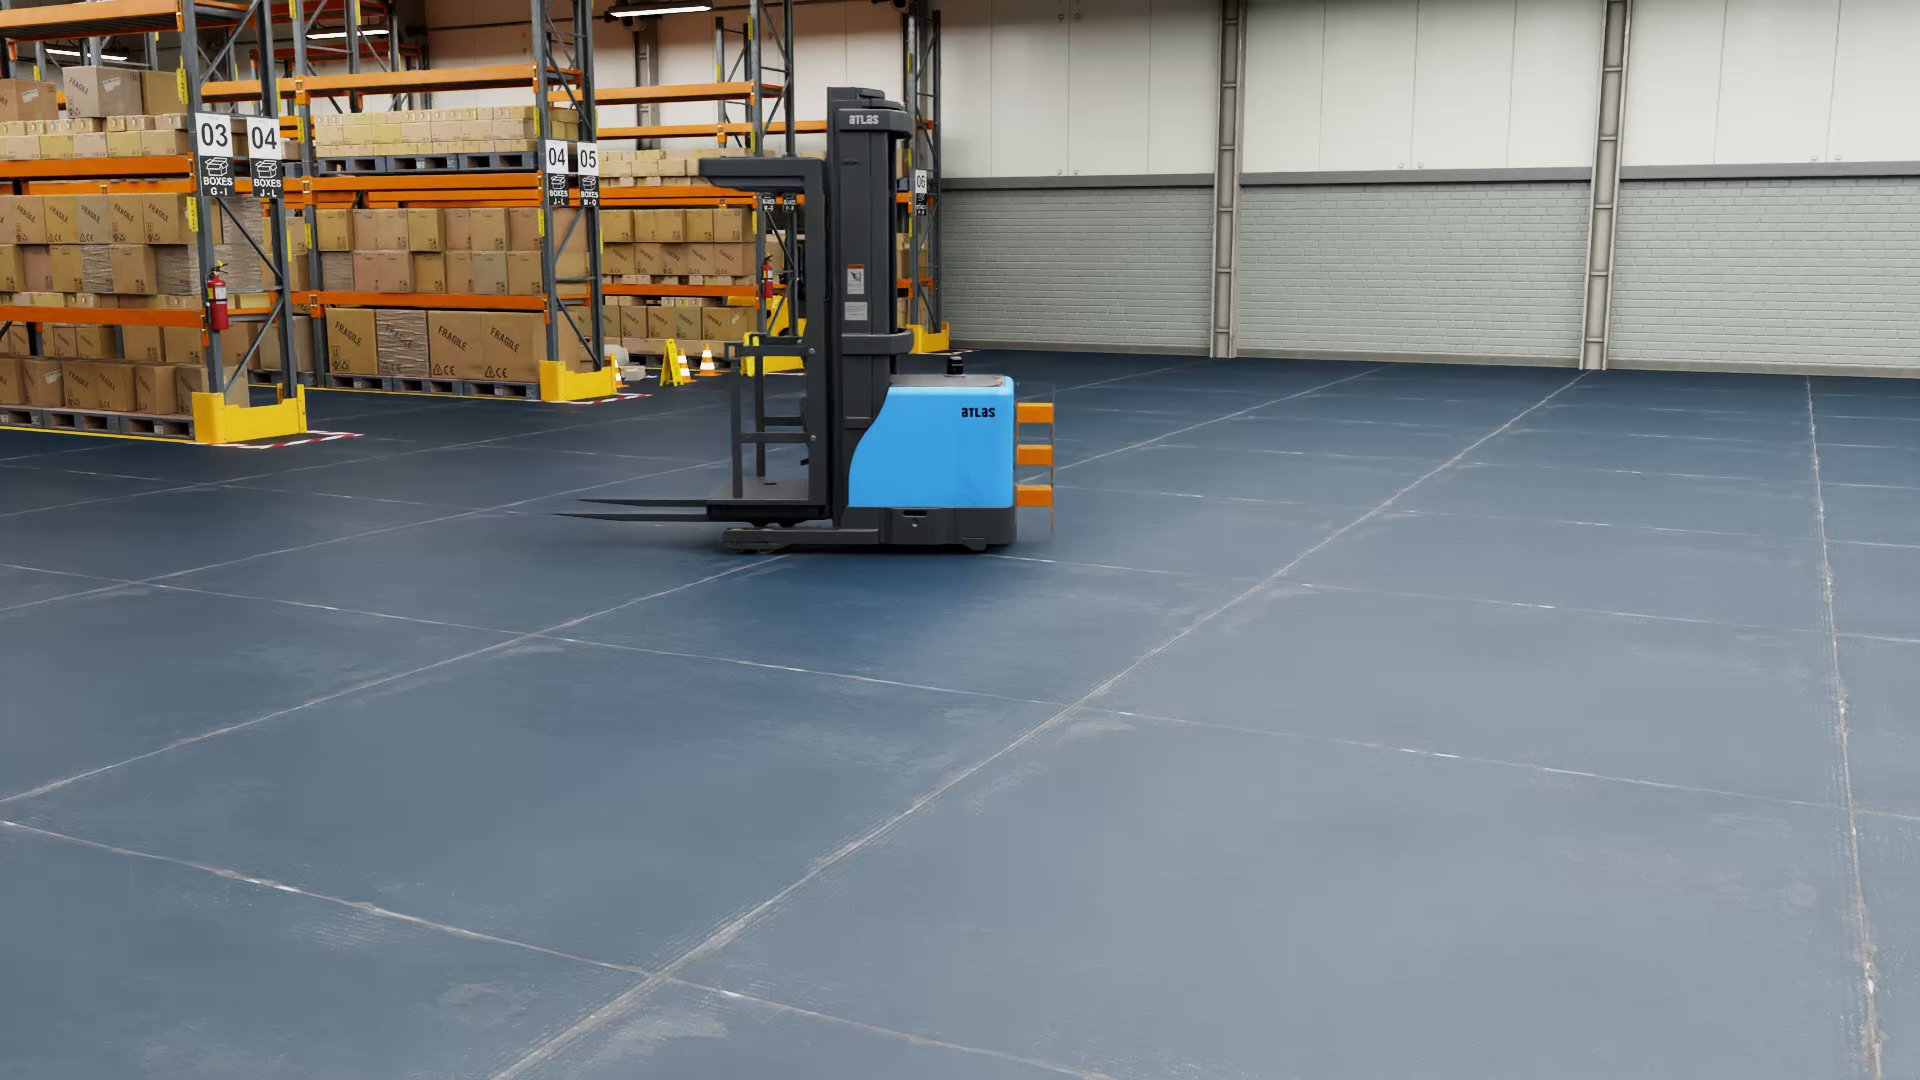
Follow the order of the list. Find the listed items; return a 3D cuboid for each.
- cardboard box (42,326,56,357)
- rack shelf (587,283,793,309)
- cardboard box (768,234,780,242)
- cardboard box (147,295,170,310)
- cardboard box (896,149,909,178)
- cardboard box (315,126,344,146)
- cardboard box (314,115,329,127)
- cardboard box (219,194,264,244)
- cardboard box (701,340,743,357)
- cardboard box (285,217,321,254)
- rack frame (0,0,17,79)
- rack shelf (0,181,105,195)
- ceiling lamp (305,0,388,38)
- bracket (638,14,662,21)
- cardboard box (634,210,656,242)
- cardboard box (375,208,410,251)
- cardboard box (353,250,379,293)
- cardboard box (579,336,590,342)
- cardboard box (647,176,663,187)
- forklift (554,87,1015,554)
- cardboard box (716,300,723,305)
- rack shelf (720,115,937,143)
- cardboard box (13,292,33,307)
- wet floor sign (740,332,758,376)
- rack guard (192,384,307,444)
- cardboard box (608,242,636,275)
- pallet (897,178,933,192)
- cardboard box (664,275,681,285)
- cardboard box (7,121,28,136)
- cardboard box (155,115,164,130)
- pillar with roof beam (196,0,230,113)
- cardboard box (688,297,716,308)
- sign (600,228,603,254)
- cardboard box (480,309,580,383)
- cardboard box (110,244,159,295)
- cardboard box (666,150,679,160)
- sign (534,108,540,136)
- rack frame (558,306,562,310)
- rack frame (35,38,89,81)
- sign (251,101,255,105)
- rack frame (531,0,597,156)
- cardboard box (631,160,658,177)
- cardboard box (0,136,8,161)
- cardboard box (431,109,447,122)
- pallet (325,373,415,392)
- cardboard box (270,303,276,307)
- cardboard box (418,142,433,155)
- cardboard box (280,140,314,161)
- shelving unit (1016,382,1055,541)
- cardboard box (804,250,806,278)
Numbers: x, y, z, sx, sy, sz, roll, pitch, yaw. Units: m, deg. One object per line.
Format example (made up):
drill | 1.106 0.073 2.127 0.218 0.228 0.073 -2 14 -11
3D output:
cardboard box | -13.736 -3.010 25.278 0.500 0.500 0.500 4 11 23
rack shelf | -4.604 -3.914 26.456 4.000 0.370 1.077 5 11 26
cardboard box | -3.357 -5.600 30.810 0.250 0.149 0.380 5 12 27
cardboard box | -8.013 -2.425 16.913 0.250 0.149 0.380 5 11 26
cardboard box | -1.122 -6.681 29.558 0.500 0.500 0.500 5 12 28
cardboard box | -8.183 -5.349 22.064 0.500 0.250 0.500 5 11 26
cardboard box | -8.321 -5.545 22.030 0.250 0.149 0.380 5 11 26
cardboard box | -7.568 -3.302 17.131 0.500 0.500 0.500 5 11 26
cardboard box | -3.676 -2.987 25.853 0.500 0.250 0.500 5 11 26
cardboard box | -8.945 -4.207 22.963 0.500 0.500 0.700 5 11 25
rack frame | -10.783 -5.795 17.983 0.127 3.000 1.000 5 11 26
rack shelf | -13.878 -5.222 25.260 4.000 0.370 1.077 5 11 26
ceiling lamp | -11.600 -11.257 31.769 2.000 3.185 0.800 5 11 26
bracket | -6.009 -10.209 32.265 0.430 0.232 0.235 5 11 26
cardboard box | -4.705 -4.930 26.124 0.500 0.500 0.700 5 11 25
cardboard box | -7.214 -4.109 22.056 0.550 0.550 0.875 5 11 26
cardboard box | -7.658 -3.634 22.467 0.550 0.550 0.875 5 11 26
cardboard box | -6.039 -2.895 25.818 0.500 0.500 0.500 -4 11 -23
cardboard box | -4.651 -5.561 25.814 0.250 0.149 0.380 5 11 25
forklift | -1.147 -1.445 10.984 3.031 2.935 1.130 0 10 2
cardboard box | -4.678 -4.296 32.036 0.625 0.625 0.875 6 12 28
rack shelf | -2.411 -7.463 30.339 4.000 0.370 1.077 5 11 26
cardboard box | -9.834 -2.573 17.730 0.250 0.149 0.380 5 11 26
wet floor sign | -3.114 -2.766 24.704 0.267 0.644 0.232 -10 14 -43
rack guard | -7.264 -1.304 17.031 0.348 0.500 1.175 5 11 26
cardboard box | -5.221 -4.465 26.361 0.500 0.500 0.500 5 11 25
pallet | -1.240 -6.396 29.974 1.213 0.211 1.003 5 11 26
cardboard box | -4.419 -4.072 26.012 0.250 0.149 0.380 5 11 25
cardboard box | -9.685 -4.285 17.360 0.250 0.149 0.380 5 11 25
cardboard box | -7.764 -4.138 16.549 0.250 0.149 0.380 5 11 24
pillar with roof beam | -18.890 -8.785 34.505 0.548 9.000 9.100 5 11 26
cardboard box | -4.003 -3.692 25.823 0.250 0.149 0.380 5 12 27
sign | -4.659 -3.865 21.512 0.005 0.325 0.100 5 11 26
cardboard box | -5.548 -2.516 21.497 0.875 0.875 0.875 5 11 26
cardboard box | -8.178 -2.792 17.116 0.500 0.500 0.875 5 11 26
cardboard box | -4.340 -5.952 25.739 0.250 0.149 0.380 5 11 24
sign | -5.163 -5.099 20.297 0.005 0.325 0.100 5 11 26
rack frame | -7.792 -5.534 33.386 0.127 3.000 1.000 5 11 26
rack frame | -17.159 -8.324 31.953 0.127 3.000 1.000 5 11 26
sign | -15.206 -9.529 35.766 0.005 0.325 0.100 5 11 26
rack frame | -4.910 -6.264 20.574 0.127 3.000 1.000 5 11 26
cardboard box | -4.760 -5.776 25.885 0.500 0.250 0.500 5 11 26
cardboard box | -10.016 -4.128 17.616 0.500 0.250 0.500 5 11 25
cardboard box | -6.502 -5.385 21.148 0.250 0.149 0.380 5 11 25
pallet | -7.850 -2.183 22.698 1.213 0.211 1.003 5 11 26
cardboard box | -12.167 -4.111 30.312 0.875 0.875 0.875 5 12 27
cardboard box | -6.726 -5.013 21.328 0.250 0.149 0.380 5 11 27
cardboard box | -9.202 -5.316 22.717 0.500 0.250 0.500 5 11 26
shelving unit | 0.503 -0.528 11.197 0.252 1.050 0.215 0 10 2
cardboard box | -2.552 -5.070 30.542 0.500 0.500 0.500 5 11 26
